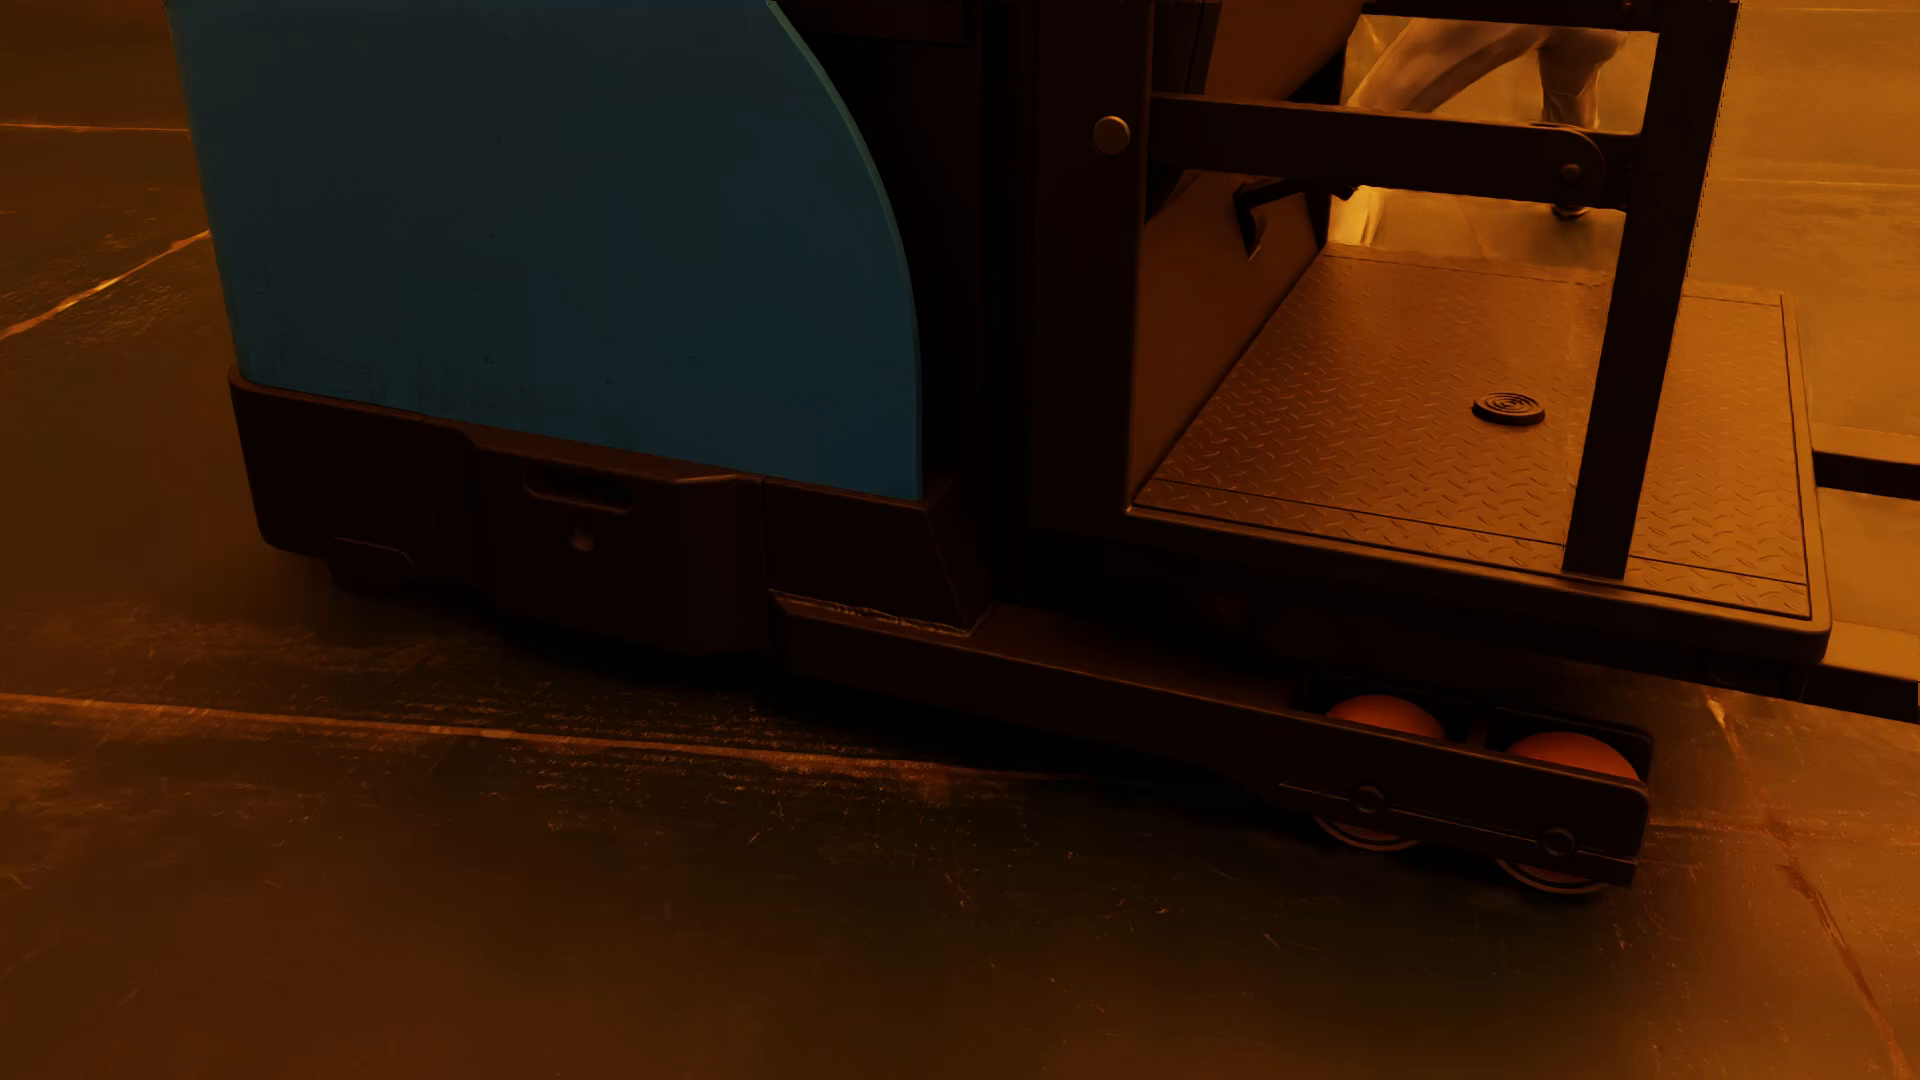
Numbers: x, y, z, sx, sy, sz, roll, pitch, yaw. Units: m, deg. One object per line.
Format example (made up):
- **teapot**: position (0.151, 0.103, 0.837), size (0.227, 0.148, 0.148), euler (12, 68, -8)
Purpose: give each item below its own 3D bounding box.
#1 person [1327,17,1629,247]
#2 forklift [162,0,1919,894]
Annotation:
- **person**: position (1.088, -1.222, 3.446), size (1.187, 1.358, 0.922), euler (-7, 27, -13)
- **forklift**: position (0.565, -1.209, 1.640), size (3.031, 2.935, 1.130), euler (10, 28, 20)
